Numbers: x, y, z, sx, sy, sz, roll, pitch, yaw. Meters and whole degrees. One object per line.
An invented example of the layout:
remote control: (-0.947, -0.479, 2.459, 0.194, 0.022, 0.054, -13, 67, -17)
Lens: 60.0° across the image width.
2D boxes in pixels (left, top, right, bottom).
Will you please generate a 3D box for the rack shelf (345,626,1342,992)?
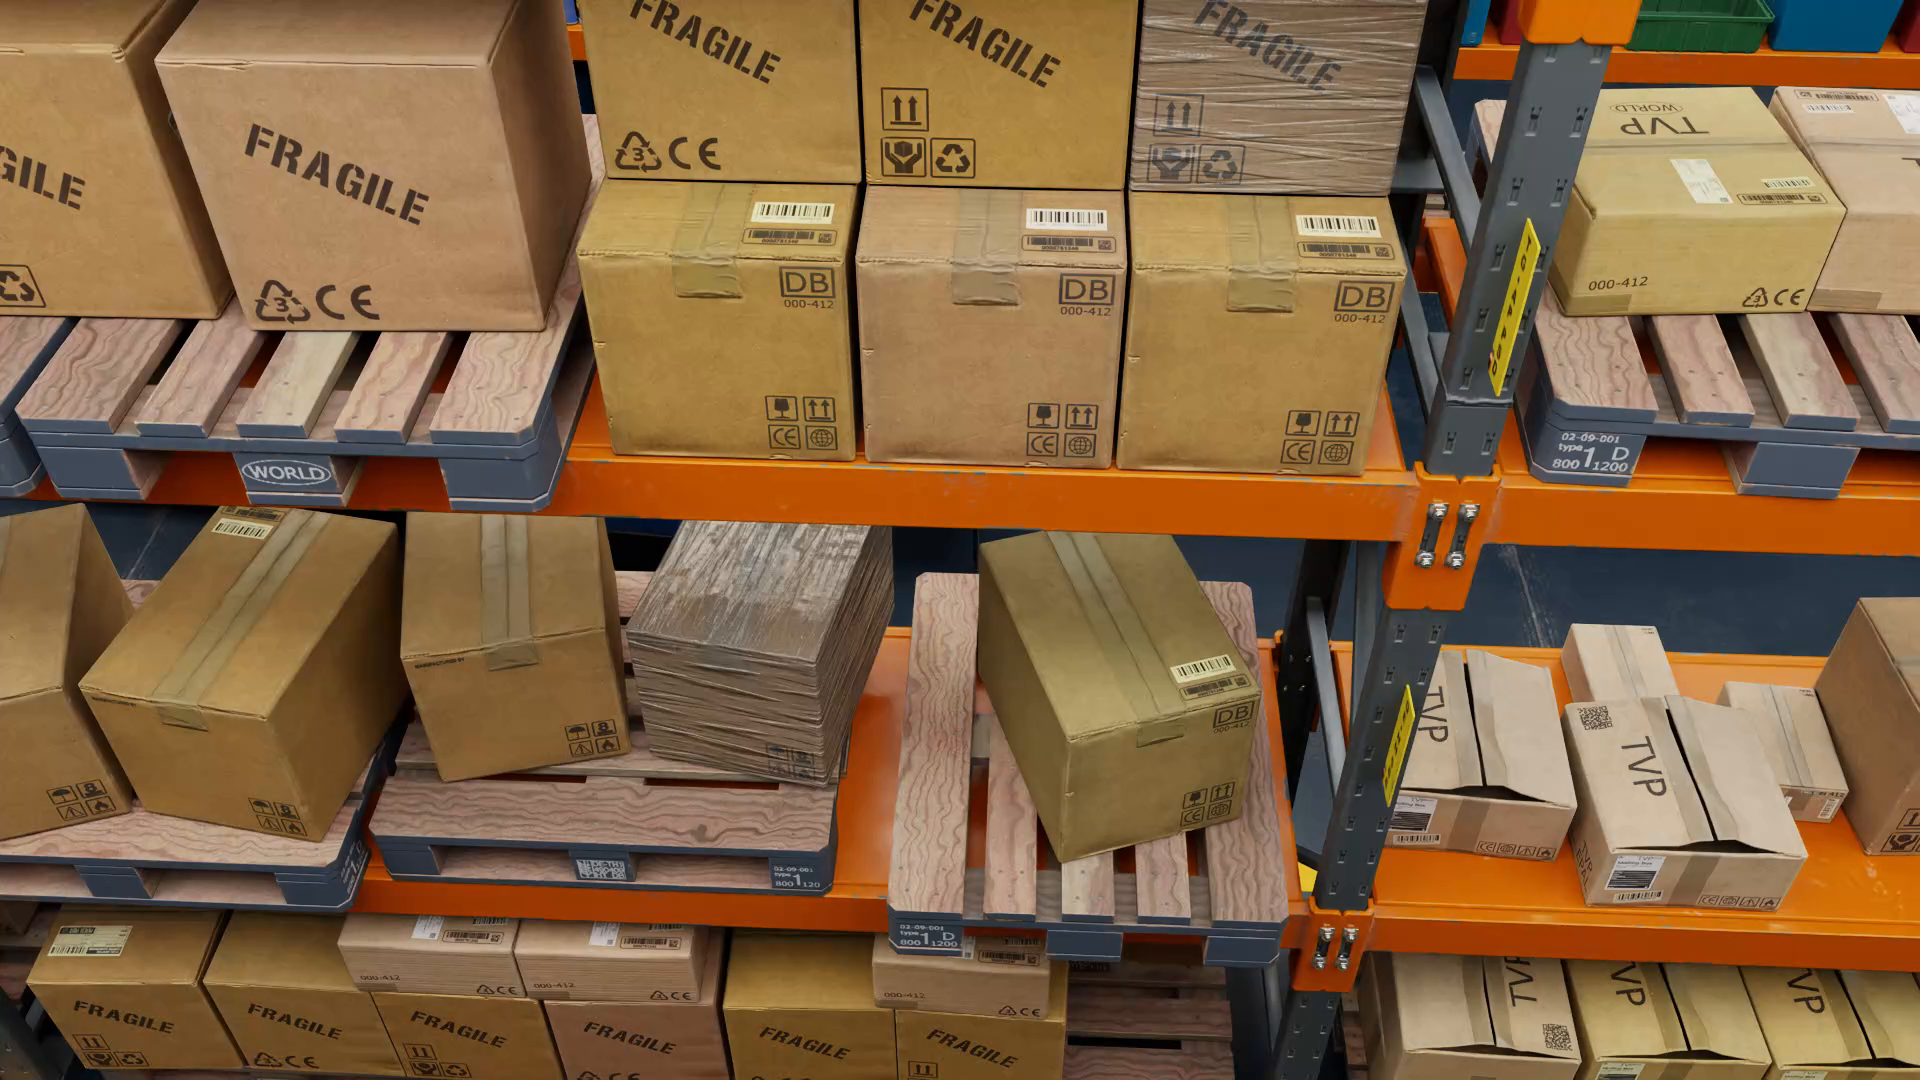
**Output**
rack shelf: (-0.974, 0.702, 4.909, 4.000, 0.370, 1.077, 2, 43, 2)

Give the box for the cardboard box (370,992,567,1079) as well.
cardboard box: (-1.468, 1.341, 5.206, 0.500, 0.500, 0.500, 2, 43, 2)

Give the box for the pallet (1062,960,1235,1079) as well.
pallet: (0.280, 1.472, 5.600, 1.213, 0.211, 1.003, 2, 43, 2)

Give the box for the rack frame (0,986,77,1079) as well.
rack frame: (-2.972, 0.378, 4.729, 0.127, 3.000, 1.000, 2, 43, 2)

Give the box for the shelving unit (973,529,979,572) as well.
shelving unit: (-0.165, -0.773, 6.625, 0.503, 2.100, 0.431, 2, 43, 2)

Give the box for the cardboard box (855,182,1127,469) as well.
cardboard box: (0.077, -0.640, 3.548, 0.500, 0.500, 0.910, 2, 43, 2)

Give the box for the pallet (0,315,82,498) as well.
pallet: (-2.324, -0.583, 3.698, 1.003, 0.211, 1.213, 2, 43, 2)

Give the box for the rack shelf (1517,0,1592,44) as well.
rack shelf: (-0.974, -1.346, 3.000, 4.000, 0.370, 1.077, 2, 43, 2)

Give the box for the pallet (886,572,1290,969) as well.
pallet: (0.343, 0.598, 4.634, 1.003, 0.211, 1.213, 2, 43, 2)

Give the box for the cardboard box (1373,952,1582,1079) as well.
cardboard box: (1.534, 1.364, 4.969, 0.500, 0.311, 0.500, 3, 43, 3)

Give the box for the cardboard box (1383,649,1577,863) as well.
cardboard box: (1.385, 0.574, 4.584, 0.500, 0.311, 0.500, 4, 43, 5)

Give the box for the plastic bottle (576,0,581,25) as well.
plastic bottle: (-1.820, -2.641, 8.064, 0.097, 0.271, 0.097, 0, 43, 0)

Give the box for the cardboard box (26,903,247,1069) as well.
cardboard box: (-2.500, 1.312, 5.237, 0.500, 0.500, 0.500, 0, 43, 0)

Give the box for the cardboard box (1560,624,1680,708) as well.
cardboard box: (1.935, 0.432, 4.856, 0.250, 0.149, 0.380, 2, 43, 2)

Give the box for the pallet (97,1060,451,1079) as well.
pallet: (-2.158, 1.397, 5.681, 1.213, 0.211, 1.003, 2, 43, 2)

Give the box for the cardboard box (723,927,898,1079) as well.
cardboard box: (-0.438, 1.369, 5.176, 0.500, 0.500, 0.500, 0, 43, 0)

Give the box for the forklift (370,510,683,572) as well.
forklift: (-2.471, -1.333, 6.616, 3.031, 2.935, 1.130, 5, 43, 6)

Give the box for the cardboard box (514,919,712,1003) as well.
cardboard box: (-1.000, 1.083, 4.933, 0.500, 0.250, 0.500, 1, 43, 1)

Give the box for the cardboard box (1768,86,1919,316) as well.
cardboard box: (2.004, -0.716, 3.505, 0.500, 0.250, 0.500, 3, 43, 3)

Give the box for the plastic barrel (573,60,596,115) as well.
plastic barrel: (-2.203, -2.353, 8.892, 0.708, 0.901, 0.600, 2, 43, 2)

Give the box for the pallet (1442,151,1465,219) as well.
pallet: (3.238, -1.763, 9.072, 1.213, 0.211, 1.003, 2, 43, 2)

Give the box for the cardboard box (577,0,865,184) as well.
cardboard box: (-0.431, -1.049, 3.253, 0.500, 0.500, 0.500, 2, 43, 2)

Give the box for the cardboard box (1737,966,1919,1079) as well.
cardboard box: (2.568, 1.391, 4.939, 0.500, 0.311, 0.500, 1, 43, 1)

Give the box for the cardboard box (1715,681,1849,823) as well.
cardboard box: (2.300, 0.593, 4.682, 0.250, 0.149, 0.380, 5, 43, 5)

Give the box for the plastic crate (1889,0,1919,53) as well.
plastic crate: (4.749, -2.579, 7.857, 0.583, 0.464, 0.402, 2, 43, 2)

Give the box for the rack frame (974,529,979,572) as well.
rack frame: (0.078, -0.766, 6.617, 0.015, 2.100, 0.400, 2, 43, 2)

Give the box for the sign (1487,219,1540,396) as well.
sign: (0.997, -0.417, 3.002, 0.005, 0.325, 0.100, 2, 43, 2)

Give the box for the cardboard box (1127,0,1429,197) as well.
cardboard box: (0.588, -1.017, 3.219, 0.500, 0.500, 0.500, 2, 43, 2)

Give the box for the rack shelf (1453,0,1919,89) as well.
rack shelf: (3.249, -2.548, 8.397, 4.000, 0.370, 1.077, 2, 43, 2)

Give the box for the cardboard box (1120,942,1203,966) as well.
cardboard box: (0.582, 1.046, 5.524, 0.500, 0.500, 0.500, 3, 43, 4)

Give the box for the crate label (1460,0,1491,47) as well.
crate label: (2.231, -2.671, 7.976, 0.616, 0.435, 0.502, 2, 43, 2)

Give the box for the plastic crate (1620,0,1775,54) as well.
plastic crate: (3.494, -2.533, 8.010, 0.662, 0.188, 0.450, 2, 43, 2)

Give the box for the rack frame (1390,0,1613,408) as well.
rack frame: (1.024, -1.695, 2.553, 0.127, 3.000, 1.000, 2, 43, 2)

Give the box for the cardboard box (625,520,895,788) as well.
cardboard box: (-0.516, 0.210, 4.528, 0.500, 0.500, 0.700, 9, 44, 10)

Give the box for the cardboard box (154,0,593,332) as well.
cardboard box: (-1.140, -0.842, 3.383, 0.600, 0.600, 0.600, 0, 43, 0)

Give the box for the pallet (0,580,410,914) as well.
pallet: (-2.179, 0.547, 4.689, 1.213, 0.211, 1.003, 2, 43, 2)

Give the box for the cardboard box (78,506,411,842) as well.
cardboard box: (-1.819, 0.332, 4.397, 0.500, 0.500, 0.700, 8, 44, 9)

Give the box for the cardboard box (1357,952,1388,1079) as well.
cardboard box: (1.534, 1.569, 5.160, 0.500, 0.250, 0.500, 2, 43, 2)

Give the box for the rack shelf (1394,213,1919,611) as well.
rack shelf: (3.022, -0.272, 3.754, 4.000, 0.370, 1.077, 2, 43, 2)
